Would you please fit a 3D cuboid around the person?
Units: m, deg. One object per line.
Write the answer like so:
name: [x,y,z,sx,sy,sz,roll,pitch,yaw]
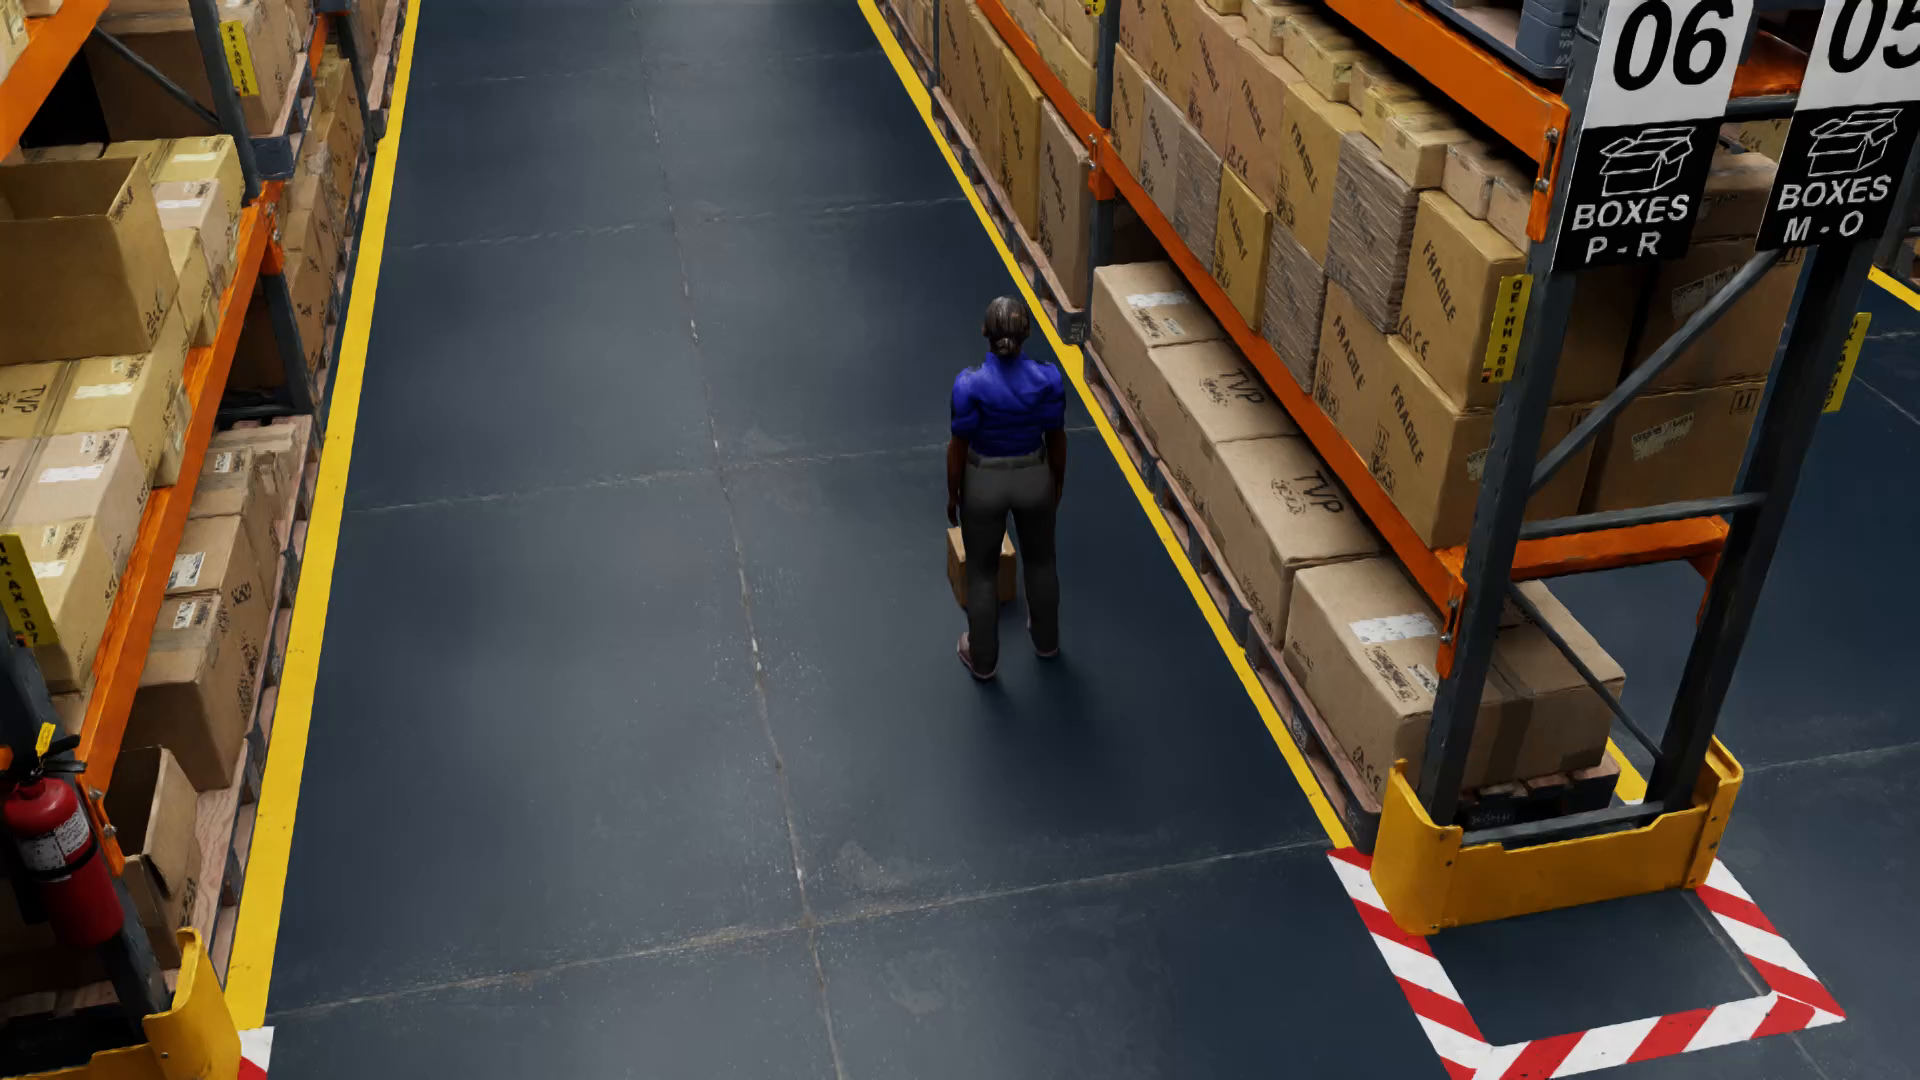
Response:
person: [0.181,-0.226,6.460,0.485,1.659,0.406,-4,35,-6]
